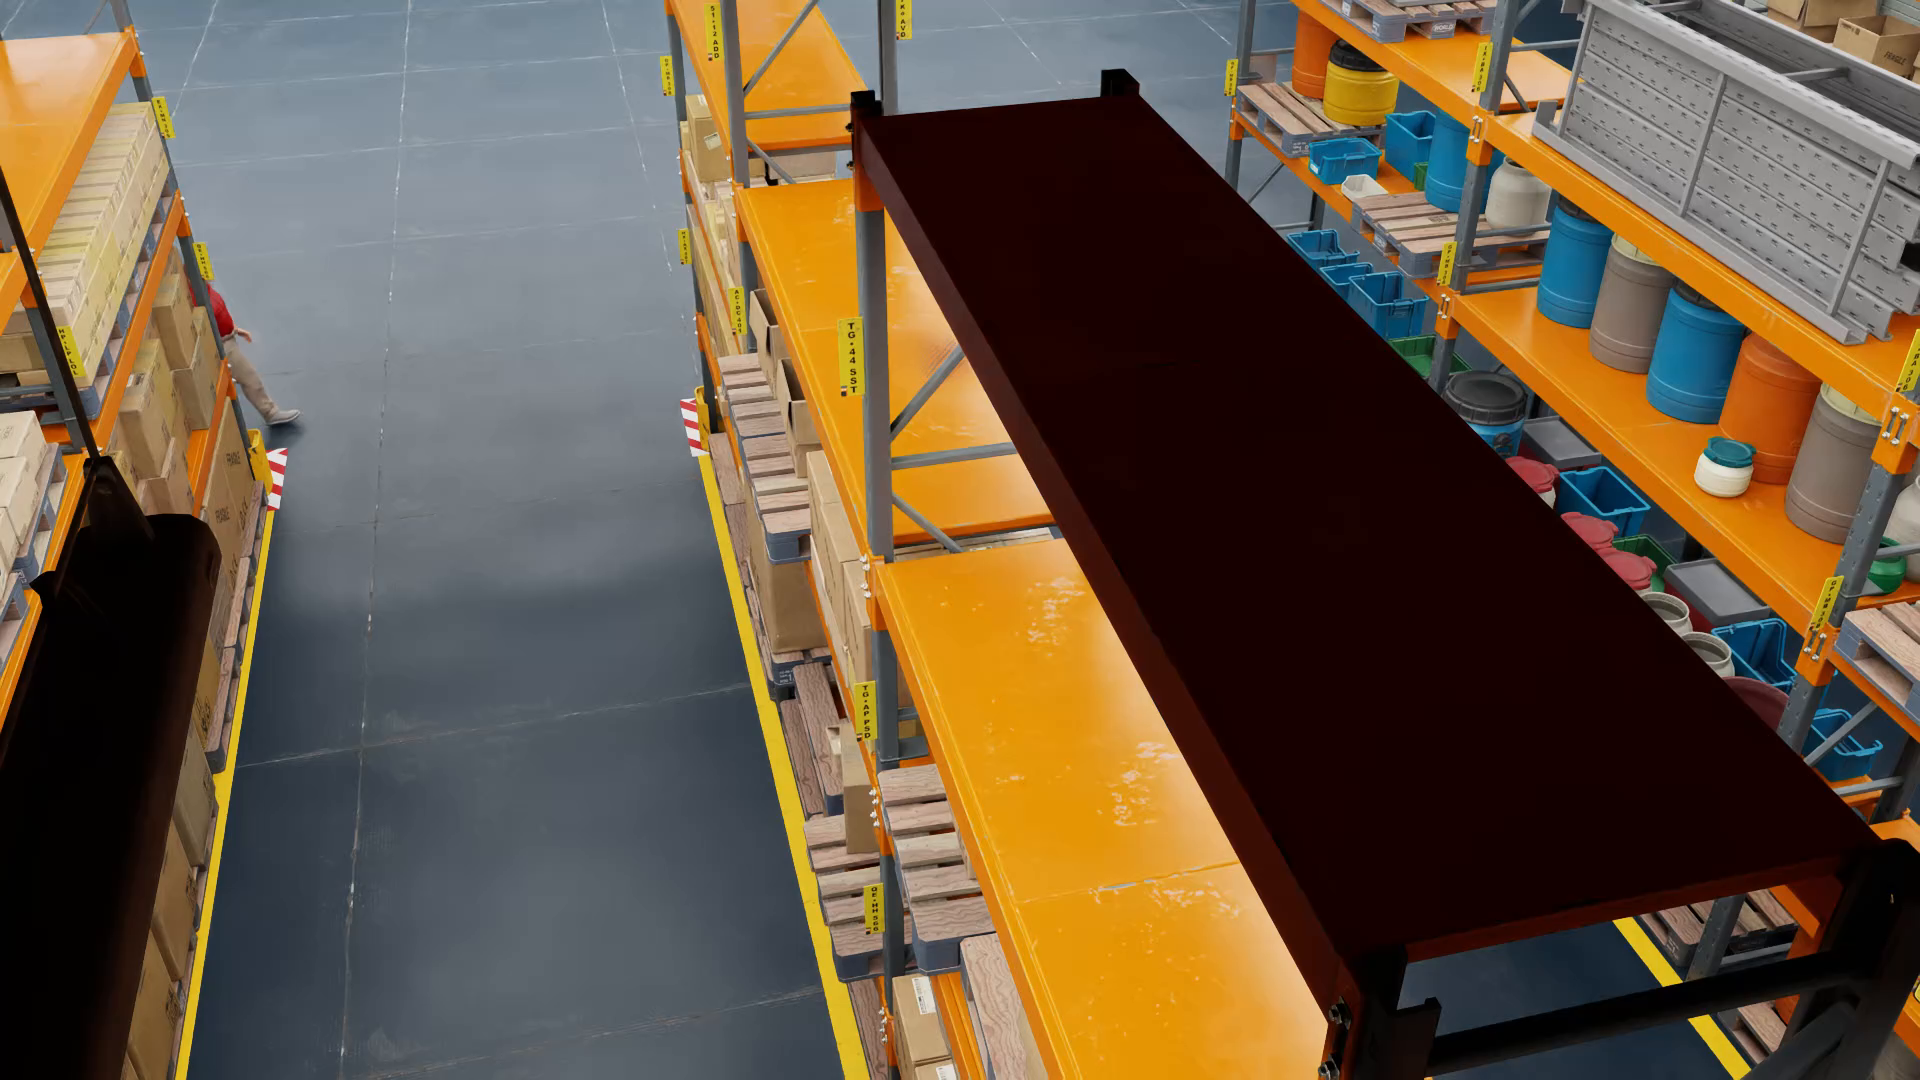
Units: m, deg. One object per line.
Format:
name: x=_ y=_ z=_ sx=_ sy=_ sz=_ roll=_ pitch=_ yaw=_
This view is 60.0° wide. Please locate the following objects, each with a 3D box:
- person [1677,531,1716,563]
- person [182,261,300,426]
person: x=5.992 y=-0.289 z=13.131 sx=0.457 sy=1.714 sz=0.471 roll=6 pitch=35 yaw=9
person: x=-6.778 y=-1.789 z=15.205 sx=1.008 sy=1.680 sz=0.512 roll=-21 pitch=39 yaw=-27
